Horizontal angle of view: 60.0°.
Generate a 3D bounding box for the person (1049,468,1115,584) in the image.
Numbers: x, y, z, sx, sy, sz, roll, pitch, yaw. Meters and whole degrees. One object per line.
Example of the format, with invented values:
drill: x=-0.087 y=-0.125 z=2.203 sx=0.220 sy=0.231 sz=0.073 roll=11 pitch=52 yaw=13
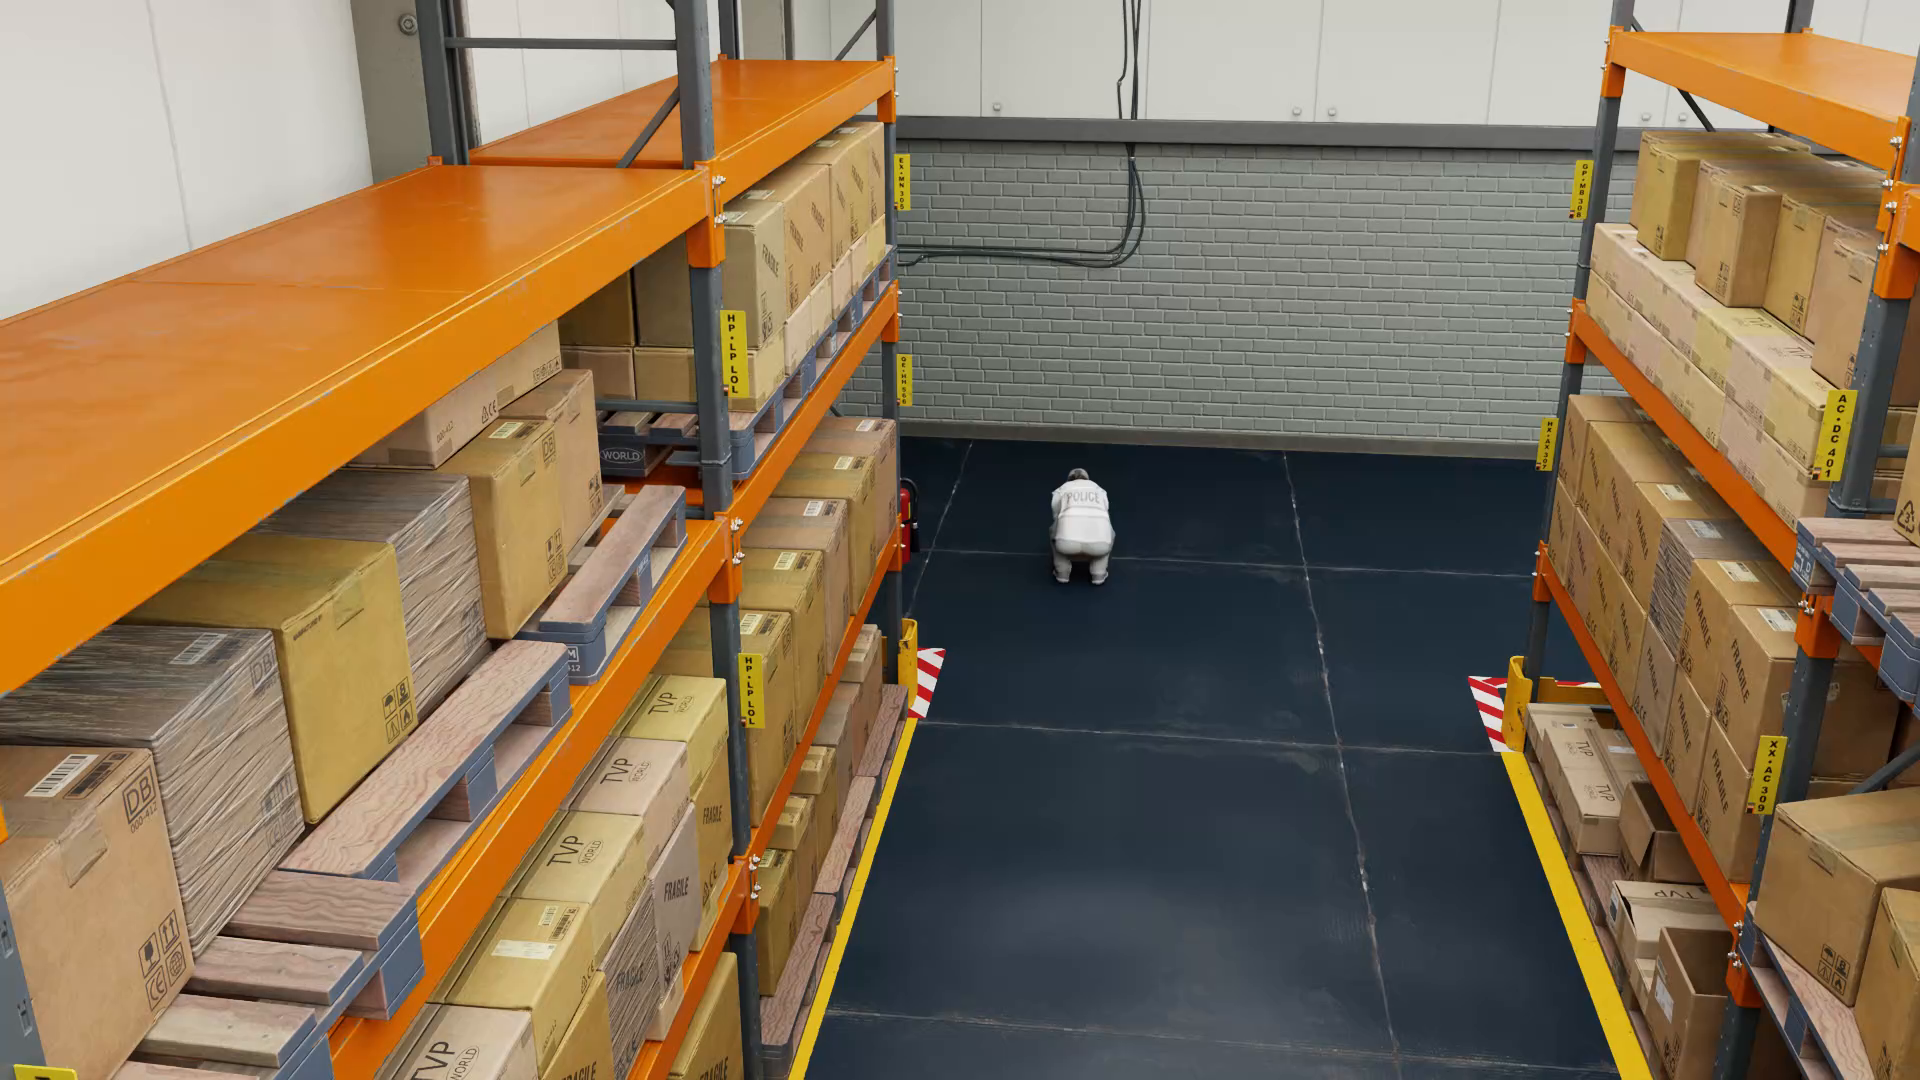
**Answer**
person: x=0.951 y=-0.063 z=13.012 sx=0.526 sy=0.816 sz=0.899 roll=2 pitch=21 yaw=6
